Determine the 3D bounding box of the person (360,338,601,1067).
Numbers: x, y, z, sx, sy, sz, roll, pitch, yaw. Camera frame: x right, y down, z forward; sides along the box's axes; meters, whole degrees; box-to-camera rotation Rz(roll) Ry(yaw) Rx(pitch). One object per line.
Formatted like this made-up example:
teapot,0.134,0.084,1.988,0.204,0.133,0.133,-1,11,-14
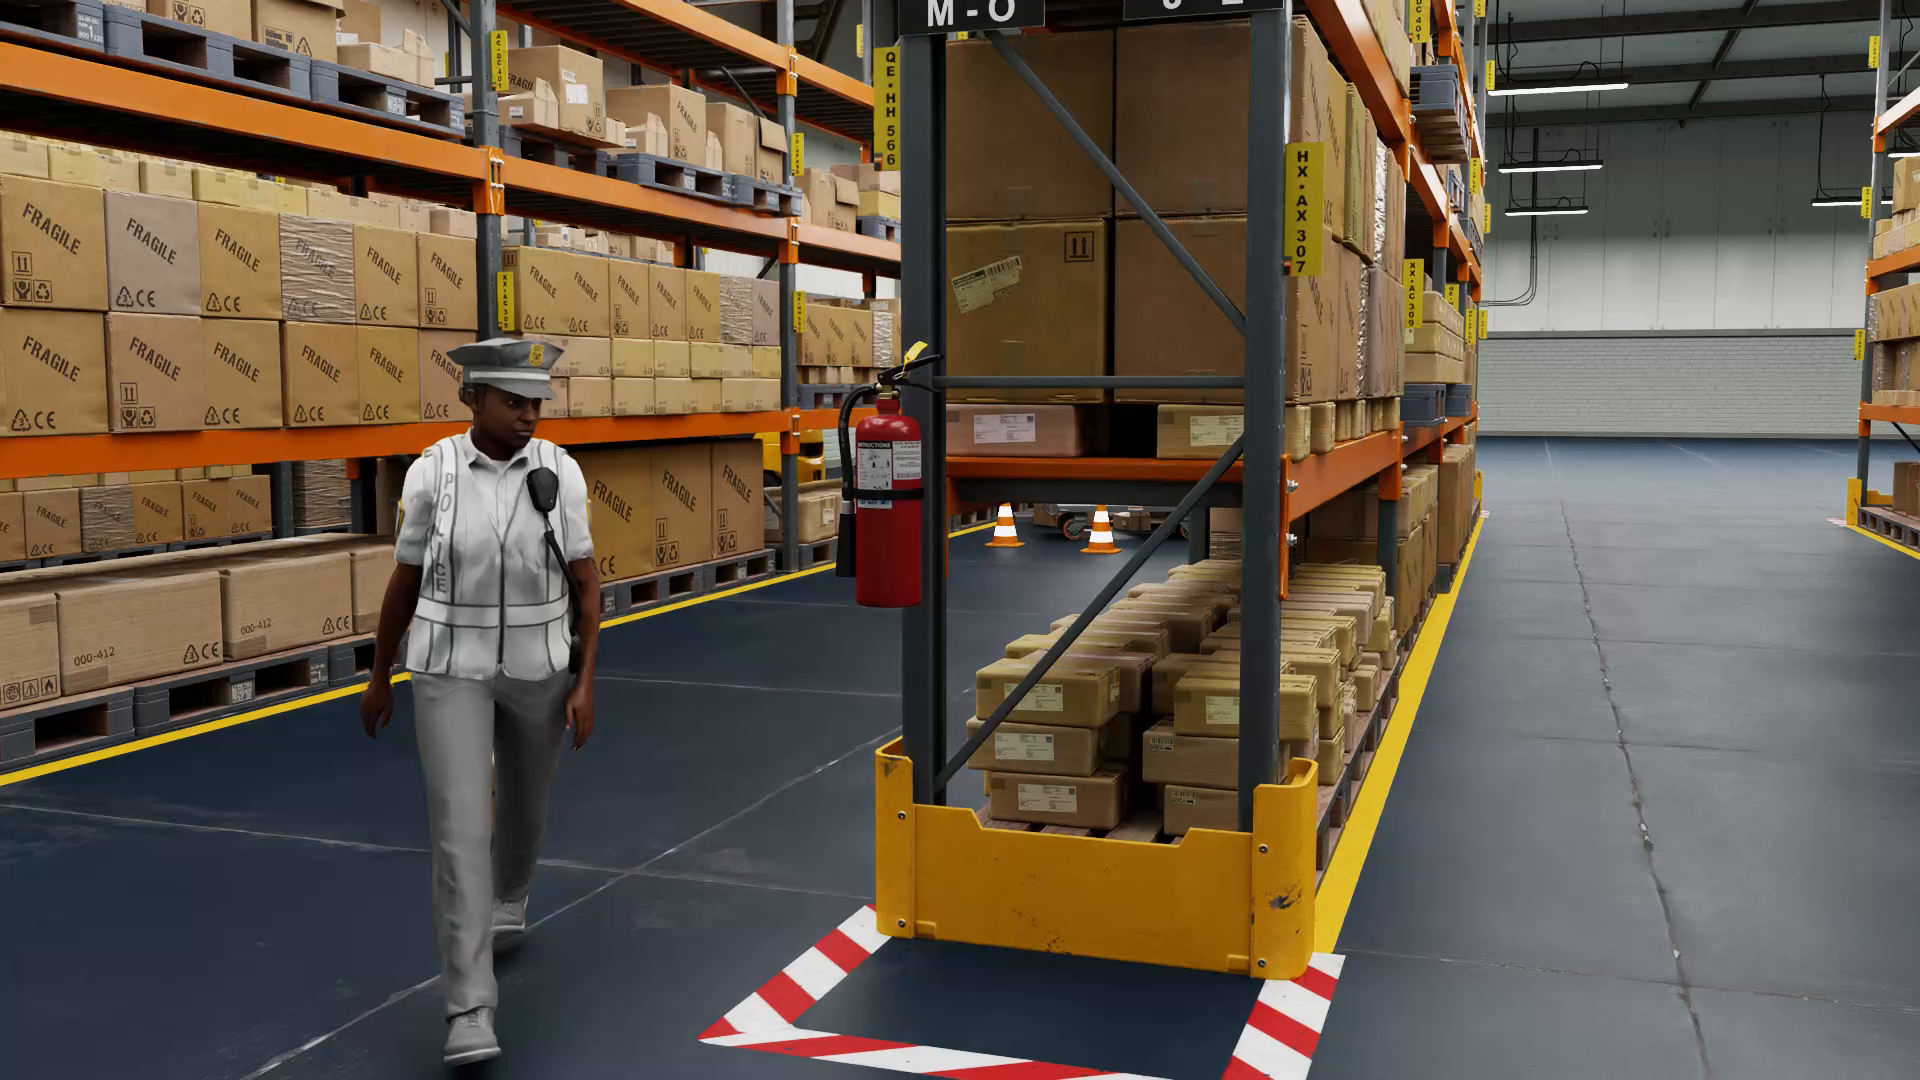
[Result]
person,-1.126,0.323,3.955,0.543,1.595,1.063,-2,6,-25
